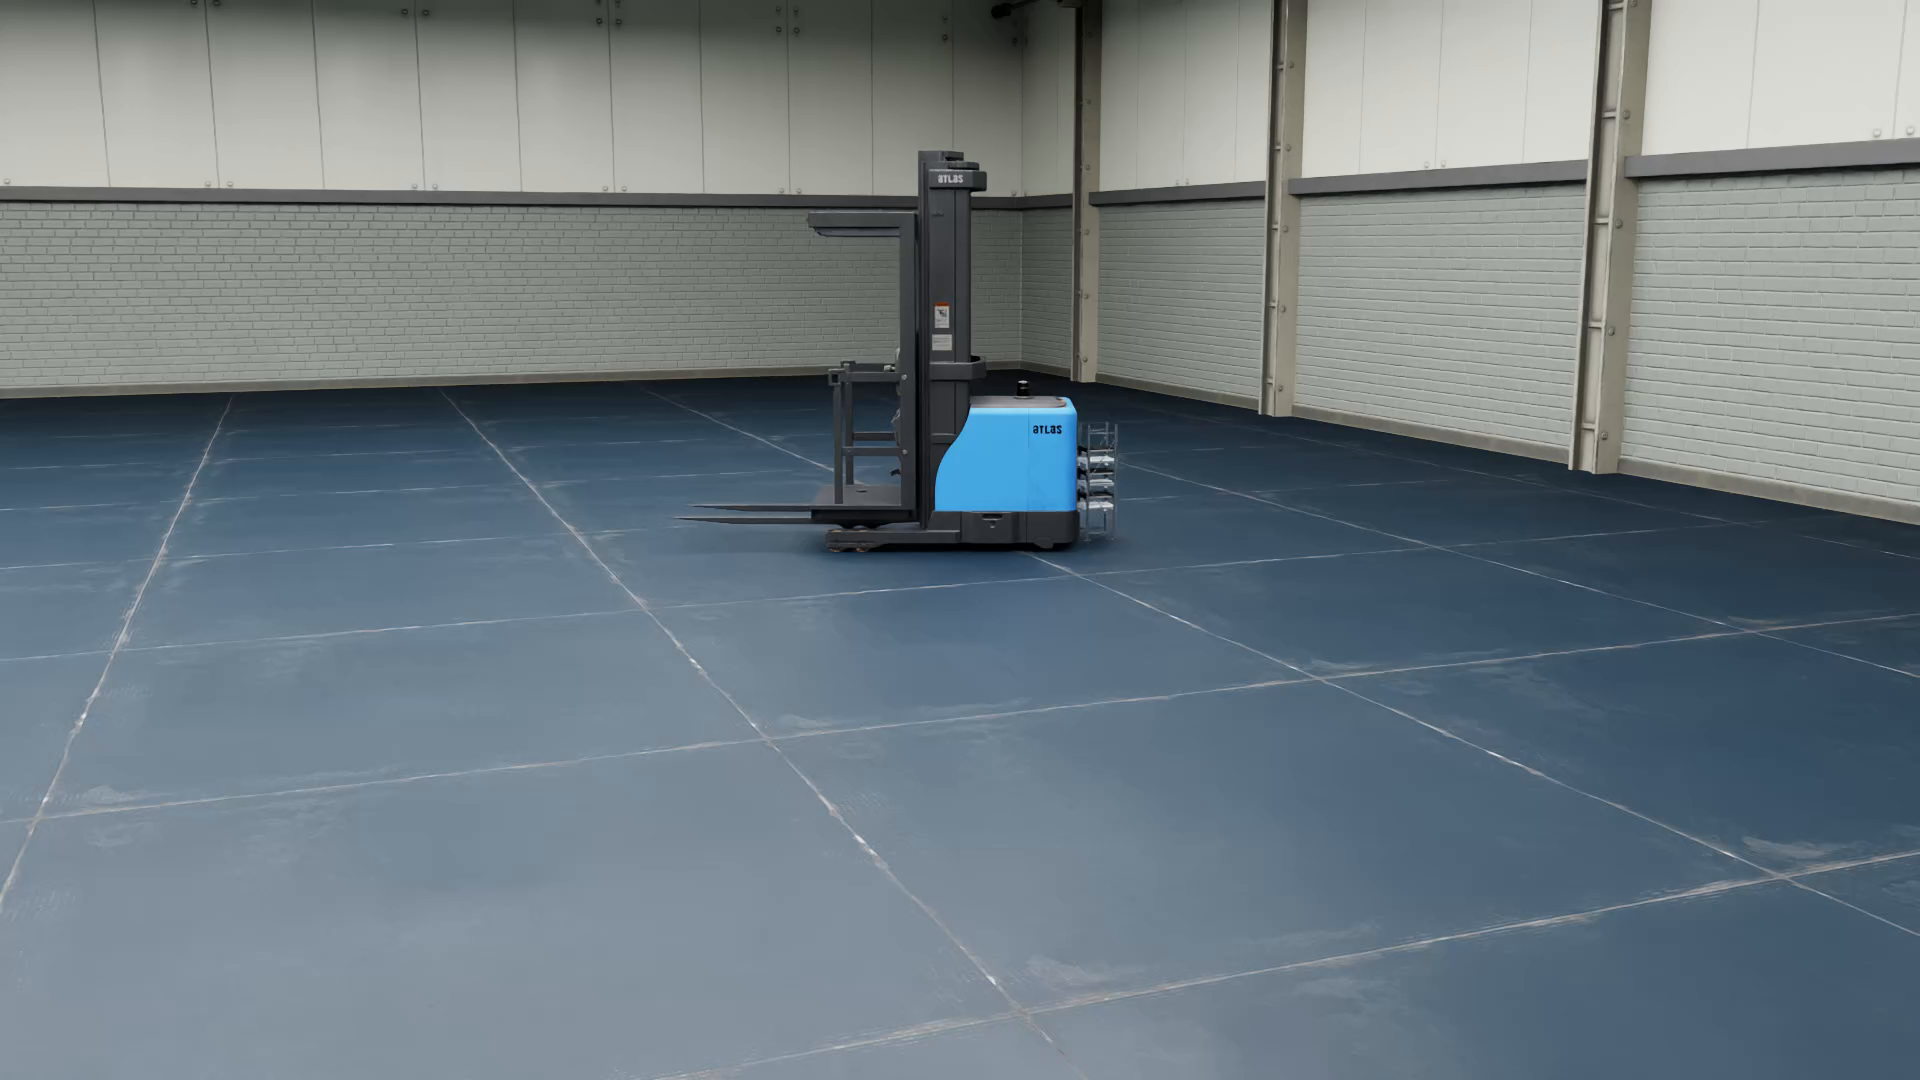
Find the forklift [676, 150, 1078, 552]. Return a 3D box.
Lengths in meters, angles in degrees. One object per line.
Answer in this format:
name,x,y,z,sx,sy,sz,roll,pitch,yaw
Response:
forklift,-0.629,-1.445,12.674,3.031,2.935,1.130,0,10,1

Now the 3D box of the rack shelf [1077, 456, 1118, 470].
rack shelf,1.065,-0.601,12.886,0.258,0.077,0.200,-2,11,-15

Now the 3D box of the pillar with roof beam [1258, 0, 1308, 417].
pillar with roof beam,0.236,-5.837,20.038,9.100,9.000,0.400,-4,11,-21

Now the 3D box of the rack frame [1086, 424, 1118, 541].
rack frame,1.091,-0.439,12.815,0.240,0.900,0.006,-2,11,-15

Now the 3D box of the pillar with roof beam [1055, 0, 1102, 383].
pillar with roof beam,-1.938,-6.816,25.544,9.100,9.000,0.548,-4,11,-21

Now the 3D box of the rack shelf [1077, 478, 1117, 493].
rack shelf,1.064,-0.424,12.918,0.258,0.077,0.200,-2,11,-15

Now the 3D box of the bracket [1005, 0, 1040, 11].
bracket,0.948,-9.197,28.652,0.076,0.066,3.189,-4,11,-21

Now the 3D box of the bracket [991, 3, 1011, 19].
bracket,0.734,-9.294,29.194,0.235,0.232,0.430,-4,11,-21

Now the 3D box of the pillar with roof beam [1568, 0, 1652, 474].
pillar with roof beam,2.410,-4.857,14.533,9.100,9.000,0.400,-4,11,-21

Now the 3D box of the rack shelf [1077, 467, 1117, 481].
rack shelf,1.064,-0.512,12.902,0.258,0.077,0.200,-2,11,-15

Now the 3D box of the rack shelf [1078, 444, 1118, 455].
rack shelf,1.065,-0.689,12.870,0.258,0.077,0.200,-2,11,-15

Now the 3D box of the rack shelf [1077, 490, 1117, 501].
rack shelf,1.064,-0.335,12.934,0.258,0.077,0.200,-2,11,-15

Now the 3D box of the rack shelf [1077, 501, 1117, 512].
rack shelf,1.063,-0.247,12.950,0.258,0.077,0.200,-2,11,-15

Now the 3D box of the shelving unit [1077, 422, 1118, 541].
shelving unit,1.064,-0.457,12.912,0.258,0.900,0.210,-2,11,-15

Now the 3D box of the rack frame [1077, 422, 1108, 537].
rack frame,1.038,-0.474,13.008,0.240,0.900,0.006,-2,11,-15
